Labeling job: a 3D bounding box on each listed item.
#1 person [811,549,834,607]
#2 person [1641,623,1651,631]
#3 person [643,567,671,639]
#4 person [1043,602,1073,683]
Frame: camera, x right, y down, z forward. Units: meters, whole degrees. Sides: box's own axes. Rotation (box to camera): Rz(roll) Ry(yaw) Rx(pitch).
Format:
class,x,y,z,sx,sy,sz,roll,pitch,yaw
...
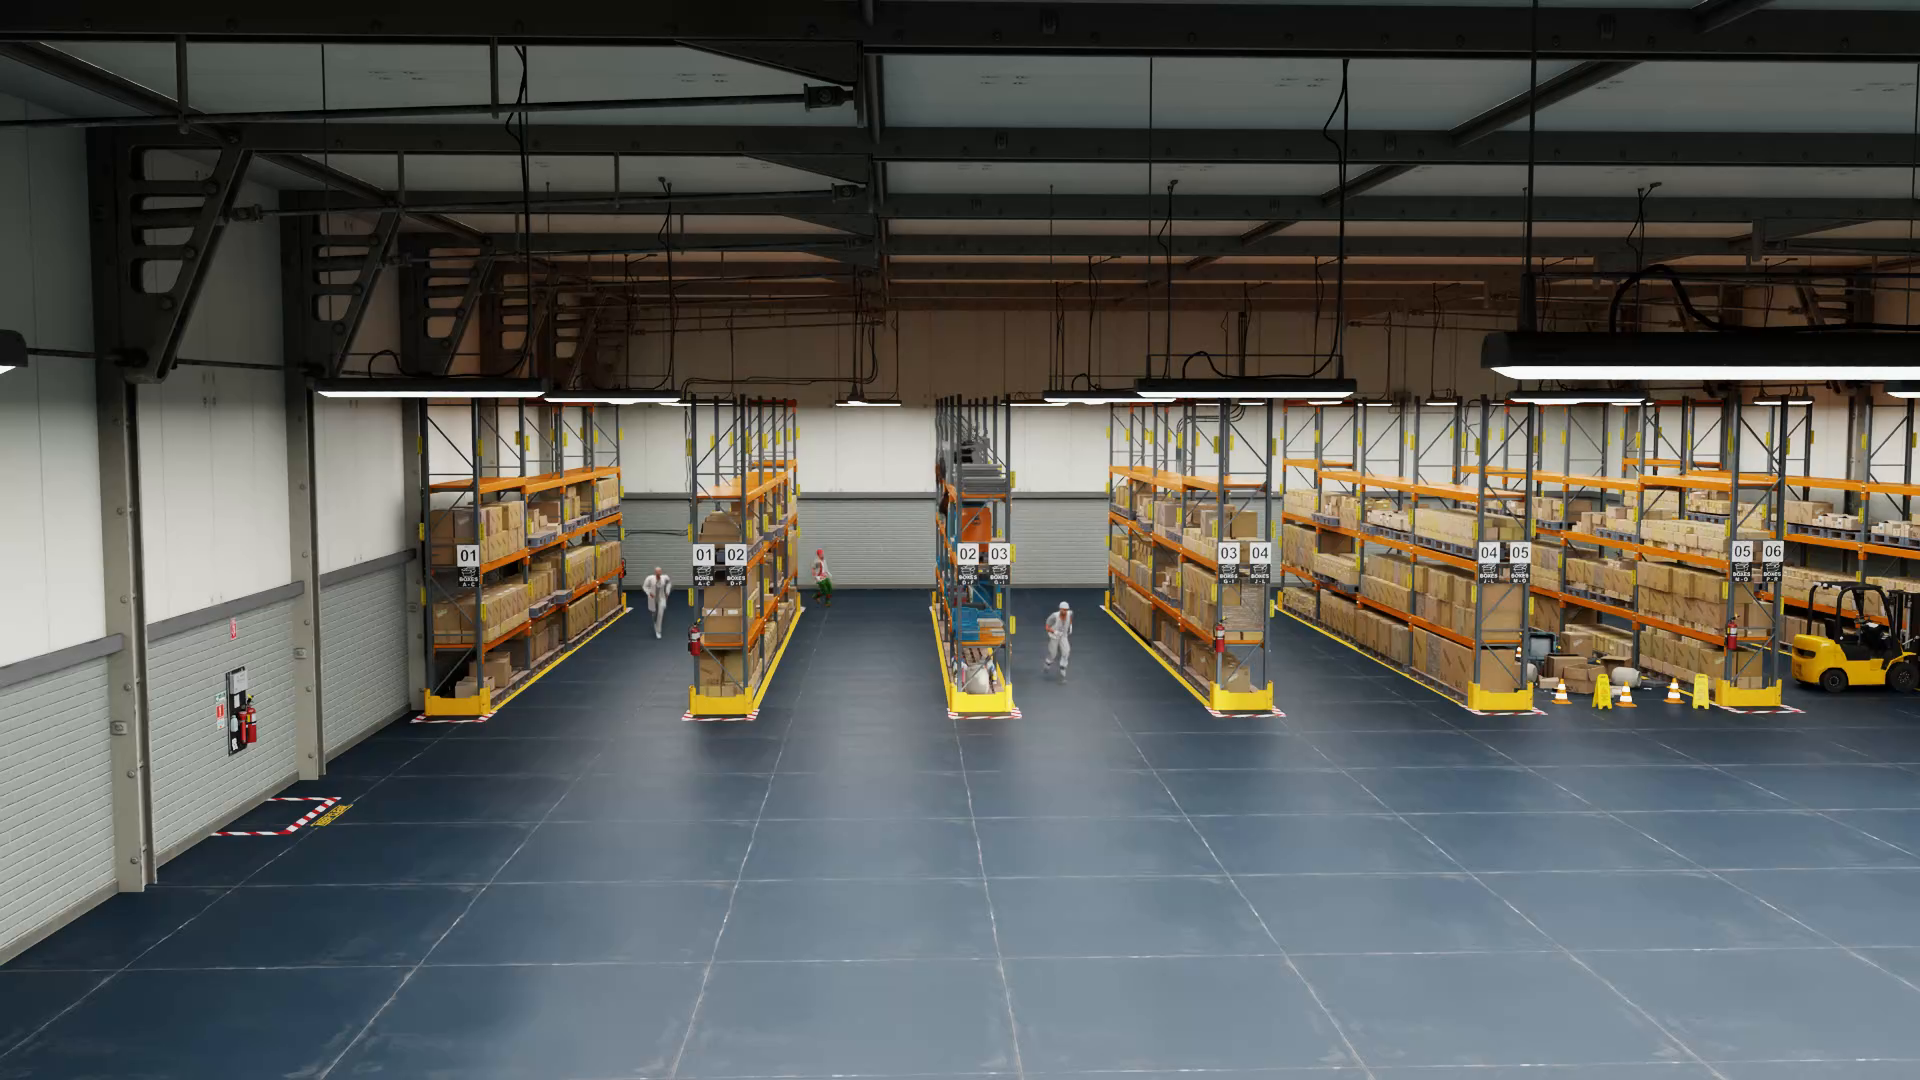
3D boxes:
class,x,y,z,sx,sy,sz,roll,pitch,yaw
person,-4.074,1.105,48.110,0.619,1.706,0.733,3,5,29
person,16.491,1.768,39.611,0.707,1.746,0.917,0,5,-5
person,-7.651,1.548,42.013,0.712,1.778,1.188,-1,5,-11
person,2.051,2.130,35.180,0.703,1.734,1.052,-2,5,-24
